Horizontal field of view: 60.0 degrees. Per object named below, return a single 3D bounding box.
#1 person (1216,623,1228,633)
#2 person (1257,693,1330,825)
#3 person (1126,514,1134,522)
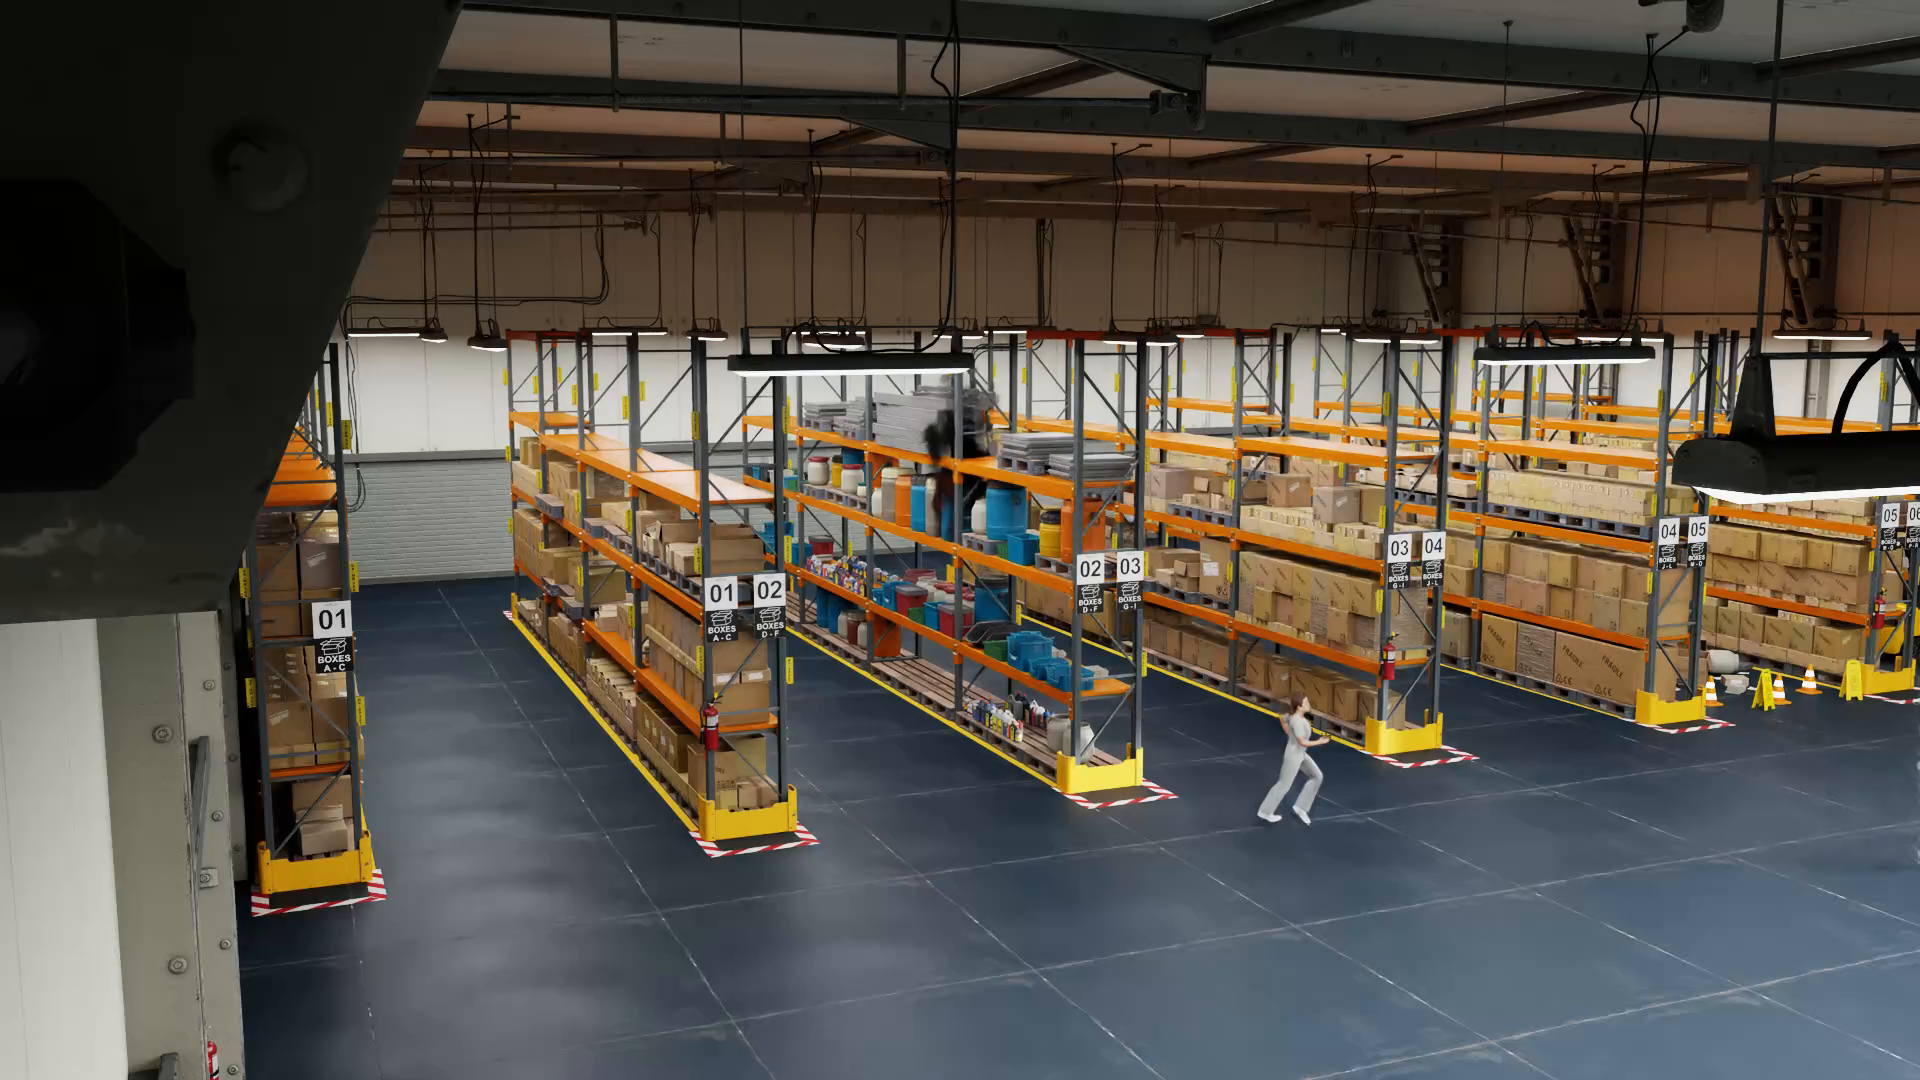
[{"bbox_3d":[5.330,0.980,32.950,0.639,1.845,0.783,-4,9,-28],"label":"person"},{"bbox_3d":[4.144,2.711,20.614,0.858,1.672,0.571,2,8,16],"label":"person"},{"bbox_3d":[4.406,-0.135,41.605,0.725,1.694,0.662,-3,8,-23],"label":"person"}]
